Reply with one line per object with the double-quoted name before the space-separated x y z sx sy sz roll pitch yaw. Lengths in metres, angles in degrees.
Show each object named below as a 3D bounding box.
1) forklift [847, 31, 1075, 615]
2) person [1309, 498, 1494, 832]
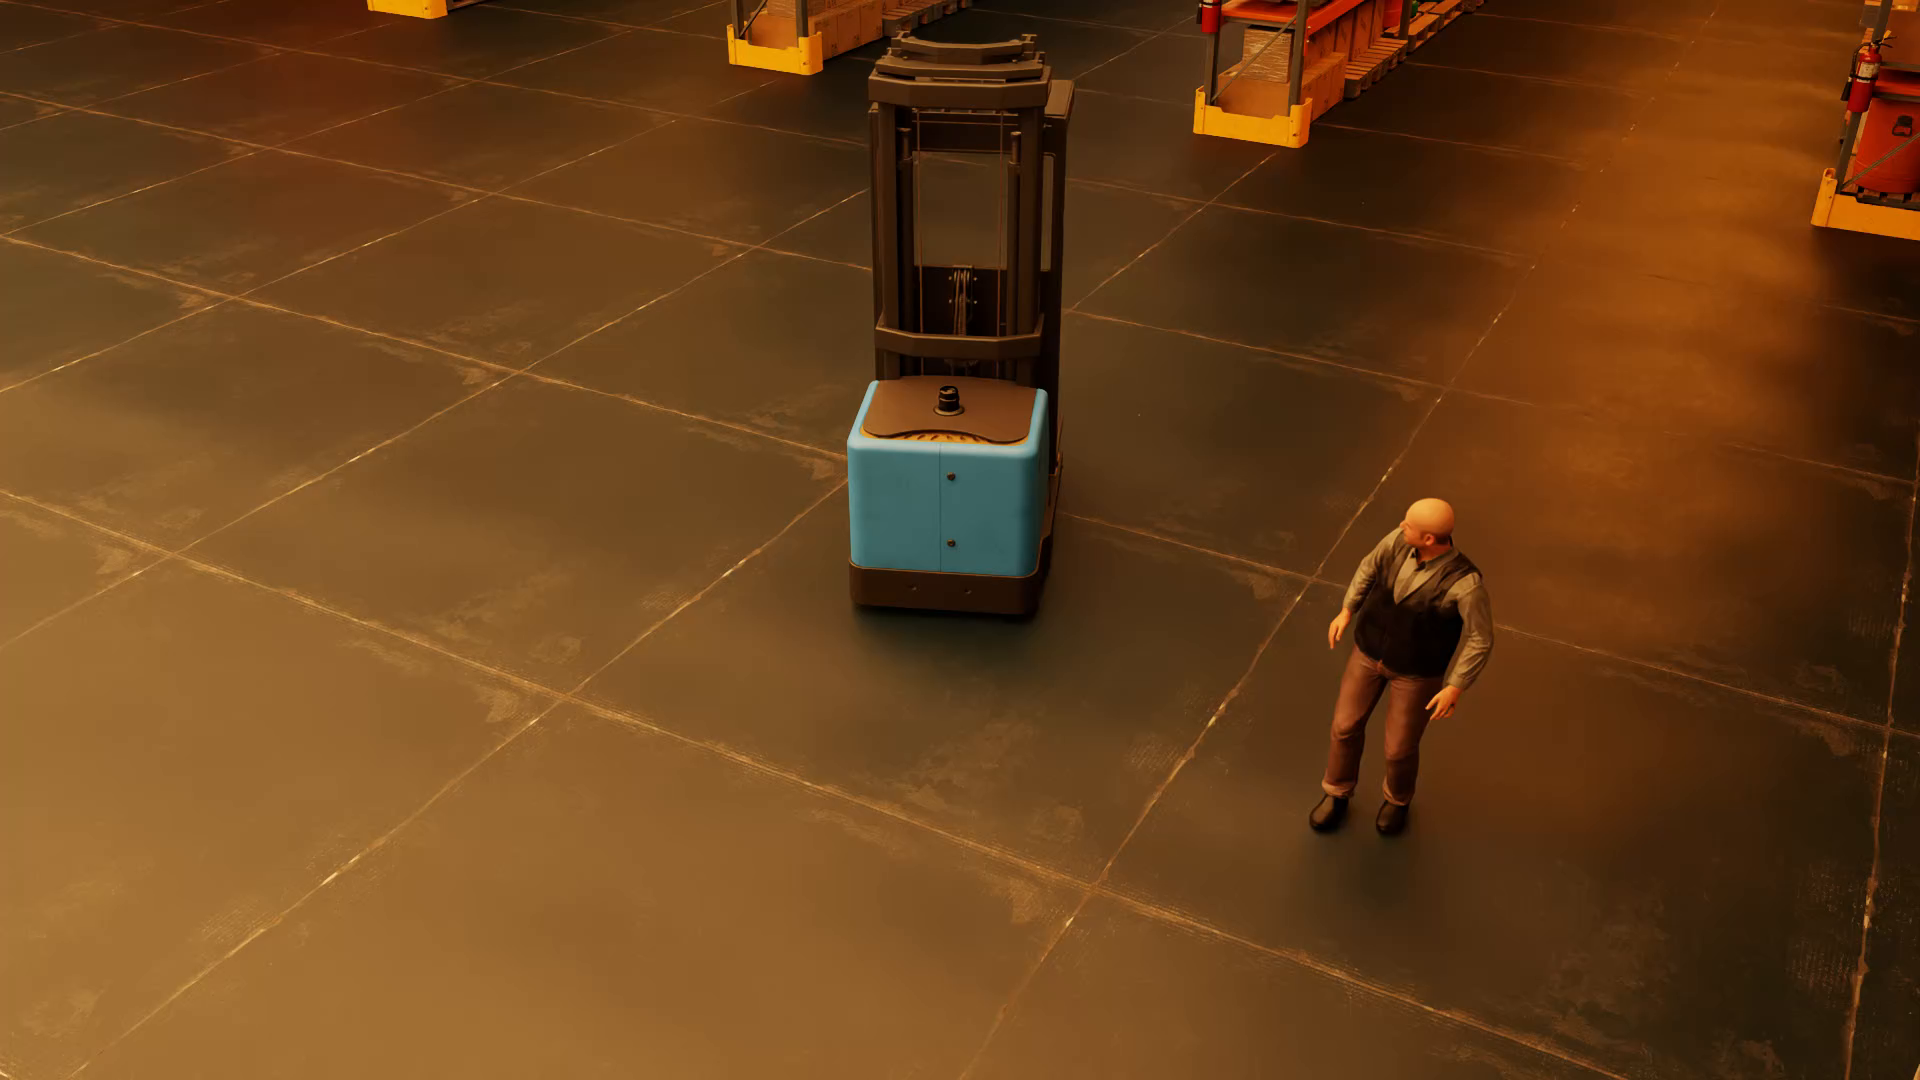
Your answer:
"forklift" 0.072 -1.572 9.794 1.130 2.935 3.031 3 30 6
"person" 1.925 0.570 7.312 0.733 1.705 0.515 25 38 36
